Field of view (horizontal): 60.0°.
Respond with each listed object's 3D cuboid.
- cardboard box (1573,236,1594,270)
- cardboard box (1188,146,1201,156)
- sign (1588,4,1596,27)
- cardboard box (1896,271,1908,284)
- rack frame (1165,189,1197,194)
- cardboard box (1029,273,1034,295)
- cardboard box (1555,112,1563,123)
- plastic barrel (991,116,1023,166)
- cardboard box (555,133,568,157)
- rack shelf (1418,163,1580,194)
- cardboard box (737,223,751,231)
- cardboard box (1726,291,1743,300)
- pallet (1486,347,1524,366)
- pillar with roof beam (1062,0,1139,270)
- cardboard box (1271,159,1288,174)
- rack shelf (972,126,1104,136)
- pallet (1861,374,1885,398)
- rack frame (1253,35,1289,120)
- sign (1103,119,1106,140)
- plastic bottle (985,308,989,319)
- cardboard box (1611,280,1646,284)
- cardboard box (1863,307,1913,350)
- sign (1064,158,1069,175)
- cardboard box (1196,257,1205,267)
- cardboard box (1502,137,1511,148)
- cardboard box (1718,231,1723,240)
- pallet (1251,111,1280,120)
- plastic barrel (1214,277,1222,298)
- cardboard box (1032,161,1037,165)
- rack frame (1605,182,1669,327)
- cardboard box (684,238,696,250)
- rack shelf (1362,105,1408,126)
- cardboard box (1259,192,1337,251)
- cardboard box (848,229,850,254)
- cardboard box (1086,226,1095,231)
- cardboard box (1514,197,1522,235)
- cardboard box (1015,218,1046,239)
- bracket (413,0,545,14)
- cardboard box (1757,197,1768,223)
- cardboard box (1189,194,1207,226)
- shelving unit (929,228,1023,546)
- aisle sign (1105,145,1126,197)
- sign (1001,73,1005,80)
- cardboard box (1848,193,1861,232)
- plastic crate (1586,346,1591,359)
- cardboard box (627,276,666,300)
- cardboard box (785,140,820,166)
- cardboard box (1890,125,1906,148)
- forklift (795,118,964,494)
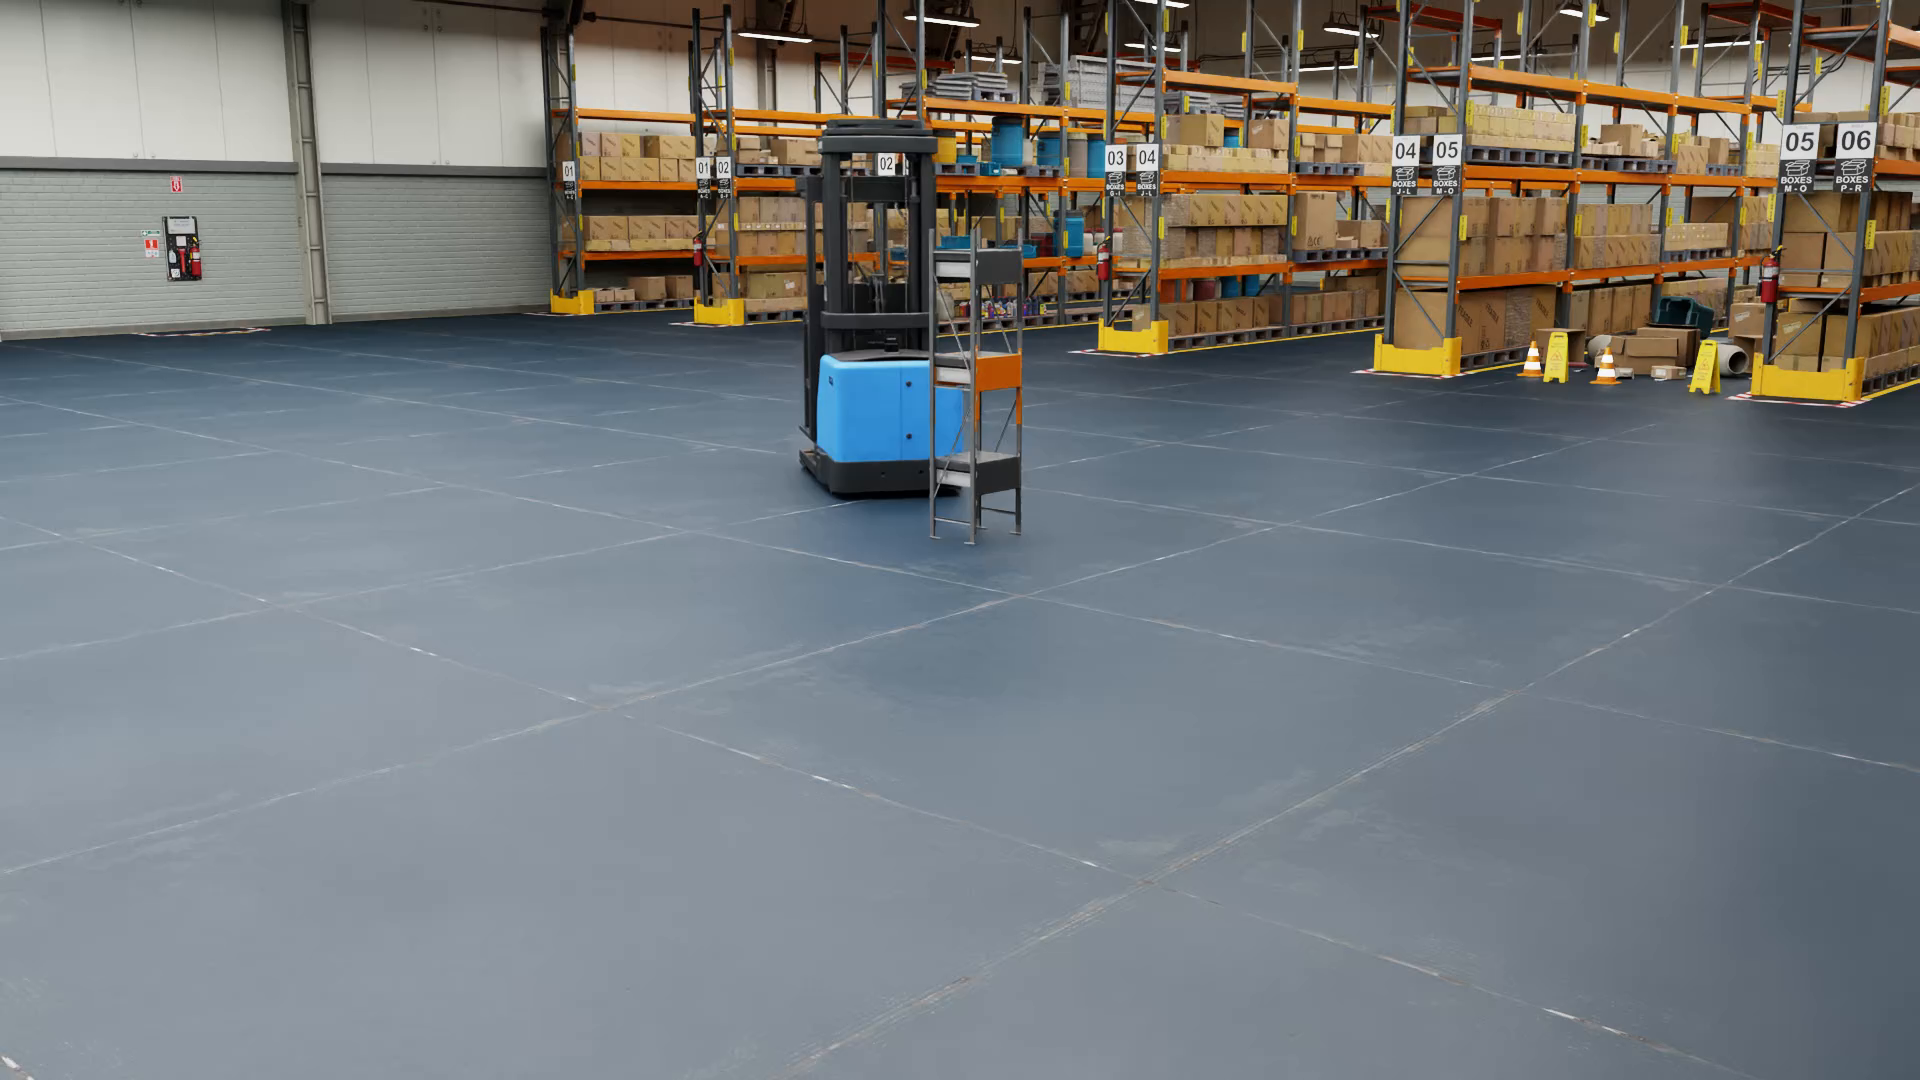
[{"bbox_3d":[9.550,-4.493,26.000,0.500,0.500,0.500,10,15,41],"label":"cardboard box"},{"bbox_3d":[3.608,-6.182,26.419,0.380,0.149,0.250,11,15,43],"label":"cardboard box"},{"bbox_3d":[9.401,-7.804,24.724,0.100,0.325,0.005,10,15,40],"label":"sign"},{"bbox_3d":[11.800,-3.340,21.124,0.380,0.149,0.250,10,15,41],"label":"cardboard box"},{"bbox_3d":[5.824,-8.104,44.336,1.000,3.000,0.127,10,15,40],"label":"rack frame"},{"bbox_3d":[1.399,-6.025,39.185,0.500,0.500,0.500,9,14,38],"label":"cardboard box"},{"bbox_3d":[8.665,-6.226,24.552,0.380,0.149,0.250,10,15,40],"label":"cardboard box"},{"bbox_3d":[0.883,-7.488,31.240,0.600,0.901,0.708,10,15,40],"label":"plastic barrel"},{"bbox_3d":[-8.373,-8.508,35.838,0.500,0.500,0.500,11,15,43],"label":"cardboard box"},{"bbox_3d":[7.680,-5.225,24.100,1.077,0.370,4.000,10,15,40],"label":"rack shelf"},{"bbox_3d":[-4.317,-6.147,32.627,0.380,0.149,0.250,10,15,40],"label":"cardboard box"},{"bbox_3d":[14.891,-4.735,32.153,0.380,0.149,0.250,11,16,43],"label":"cardboard box"},{"bbox_3d":[7.634,-2.752,24.657,1.003,0.211,1.213,10,15,40],"label":"pallet"},{"bbox_3d":[6.466,-11.639,46.715,9.100,9.000,0.548,10,15,40],"label":"pillar with roof beam"},{"bbox_3d":[5.236,-6.354,28.298,0.500,0.250,0.500,11,15,42],"label":"cardboard box"},{"bbox_3d":[1.863,-9.615,39.439,1.077,0.370,4.000,10,15,40],"label":"rack shelf"},{"bbox_3d":[10.758,-1.947,20.625,1.003,0.211,1.213,10,15,40],"label":"pallet"},{"bbox_3d":[6.902,-9.817,37.593,1.000,3.000,0.127,10,15,40],"label":"rack frame"},{"bbox_3d":[2.297,-6.449,26.129,0.100,0.325,0.005,10,15,40],"label":"sign"},{"bbox_3d":[0.480,-4.195,30.782,0.097,0.201,0.097,0,11,0],"label":"plastic bottle"},{"bbox_3d":[11.895,-4.472,29.547,0.500,0.250,0.500,9,15,39],"label":"cardboard box"},{"bbox_3d":[11.926,-2.730,21.459,0.500,0.500,0.500,11,16,43],"label":"cardboard box"},{"bbox_3d":[2.027,-7.101,31.629,0.100,0.325,0.005,10,15,40],"label":"sign"},{"bbox_3d":[3.744,-4.501,26.939,0.380,0.149,0.250,10,15,40],"label":"cardboard box"},{"bbox_3d":[7.493,-5.573,23.319,0.380,0.149,0.250,10,15,41],"label":"cardboard box"},{"bbox_3d":[13.994,-5.684,31.028,0.380,0.149,0.250,10,15,41],"label":"cardboard box"},{"bbox_3d":[6.378,-9.402,37.021,1.003,0.211,1.213,10,15,40],"label":"pallet"},{"bbox_3d":[5.622,-5.607,37.114,0.421,0.512,0.421,0,11,0],"label":"plastic barrel"},{"bbox_3d":[1.485,-8.667,39.242,0.910,0.500,0.500,10,15,40],"label":"cardboard box"},{"bbox_3d":[11.641,-4.990,28.743,1.000,3.000,0.127,10,15,40],"label":"rack frame"},{"bbox_3d":[-6.241,-6.734,37.807,0.500,0.250,0.500,10,15,41],"label":"cardboard box"},{"bbox_3d":[9.302,-8.333,33.023,1.077,0.370,4.000,10,15,40],"label":"rack shelf"},{"bbox_3d":[5.971,-5.656,29.476,1.000,1.000,1.000,10,15,41],"label":"cardboard box"},{"bbox_3d":[-2.729,-6.243,34.763,0.700,0.500,0.500,10,15,40],"label":"cardboard box"},{"bbox_3d":[3.320,-7.672,41.914,0.500,0.500,0.500,10,15,41],"label":"cardboard box"},{"bbox_3d":[7.652,-4.718,24.242,0.875,0.550,0.500,10,15,40],"label":"cardboard box"},{"bbox_3d":[1.621,-7.399,39.479,0.500,0.500,0.700,-9,14,-37],"label":"cardboard box"},{"bbox_3d":[-10.369,-10.824,33.444,0.076,0.066,4.783,10,15,40],"label":"bracket"},{"bbox_3d":[15.449,-6.447,32.470,0.500,0.500,0.500,10,15,41],"label":"cardboard box"},{"bbox_3d":[3.604,-5.273,26.591,0.500,0.500,0.500,10,15,40],"label":"cardboard box"},{"bbox_3d":[0.109,-1.054,11.334,0.431,2.100,0.503,10,15,40],"label":"shelving unit"},{"bbox_3d":[2.435,-5.774,26.029,0.394,0.787,0.004,10,15,40],"label":"aisle sign"},{"bbox_3d":[0.962,-10.334,37.392,0.100,0.325,0.005,10,15,40],"label":"sign"},{"bbox_3d":[10.658,-4.050,20.469,0.700,0.500,0.500,10,15,41],"label":"cardboard box"},{"bbox_3d":[9.870,-2.856,25.090,0.662,0.188,0.450,-4,2,-18],"label":"plastic crate"},{"bbox_3d":[-7.039,-5.656,37.335,0.700,0.500,0.500,9,14,37],"label":"cardboard box"},{"bbox_3d":[-3.279,-7.909,34.007,0.637,0.503,0.797,-10,15,-41],"label":"cardboard box"},{"bbox_3d":[11.017,-4.843,19.974,0.500,0.250,0.500,9,15,40],"label":"cardboard box"},{"bbox_3d":[-0.789,-2.039,14.144,1.130,2.935,3.031,-3,12,-13],"label":"forklift"}]
